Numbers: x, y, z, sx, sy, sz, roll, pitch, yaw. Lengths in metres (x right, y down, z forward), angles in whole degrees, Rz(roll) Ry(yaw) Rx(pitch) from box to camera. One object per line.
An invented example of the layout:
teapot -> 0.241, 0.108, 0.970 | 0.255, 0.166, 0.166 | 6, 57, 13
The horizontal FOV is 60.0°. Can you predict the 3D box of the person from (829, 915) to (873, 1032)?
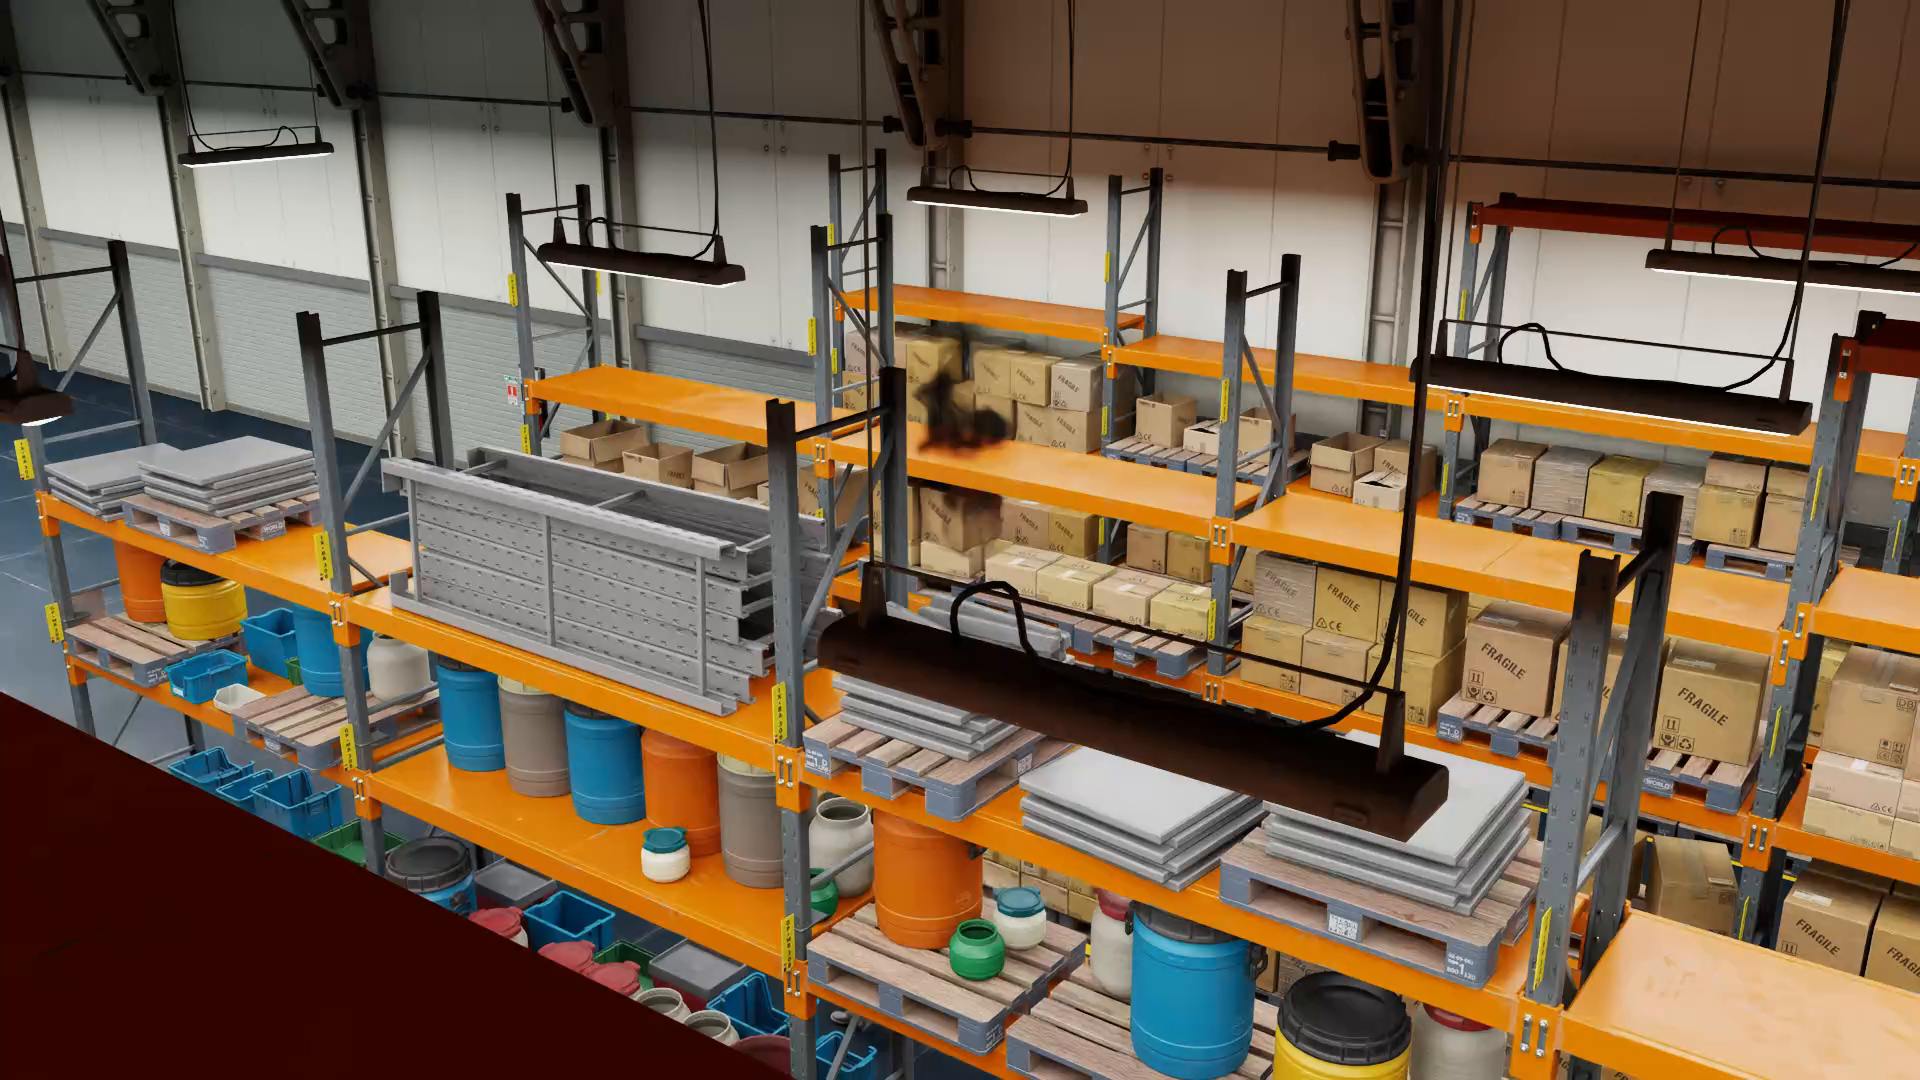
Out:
person -> -0.840, 3.135, 13.142 | 0.584, 1.650, 0.573 | 10, 21, 28
